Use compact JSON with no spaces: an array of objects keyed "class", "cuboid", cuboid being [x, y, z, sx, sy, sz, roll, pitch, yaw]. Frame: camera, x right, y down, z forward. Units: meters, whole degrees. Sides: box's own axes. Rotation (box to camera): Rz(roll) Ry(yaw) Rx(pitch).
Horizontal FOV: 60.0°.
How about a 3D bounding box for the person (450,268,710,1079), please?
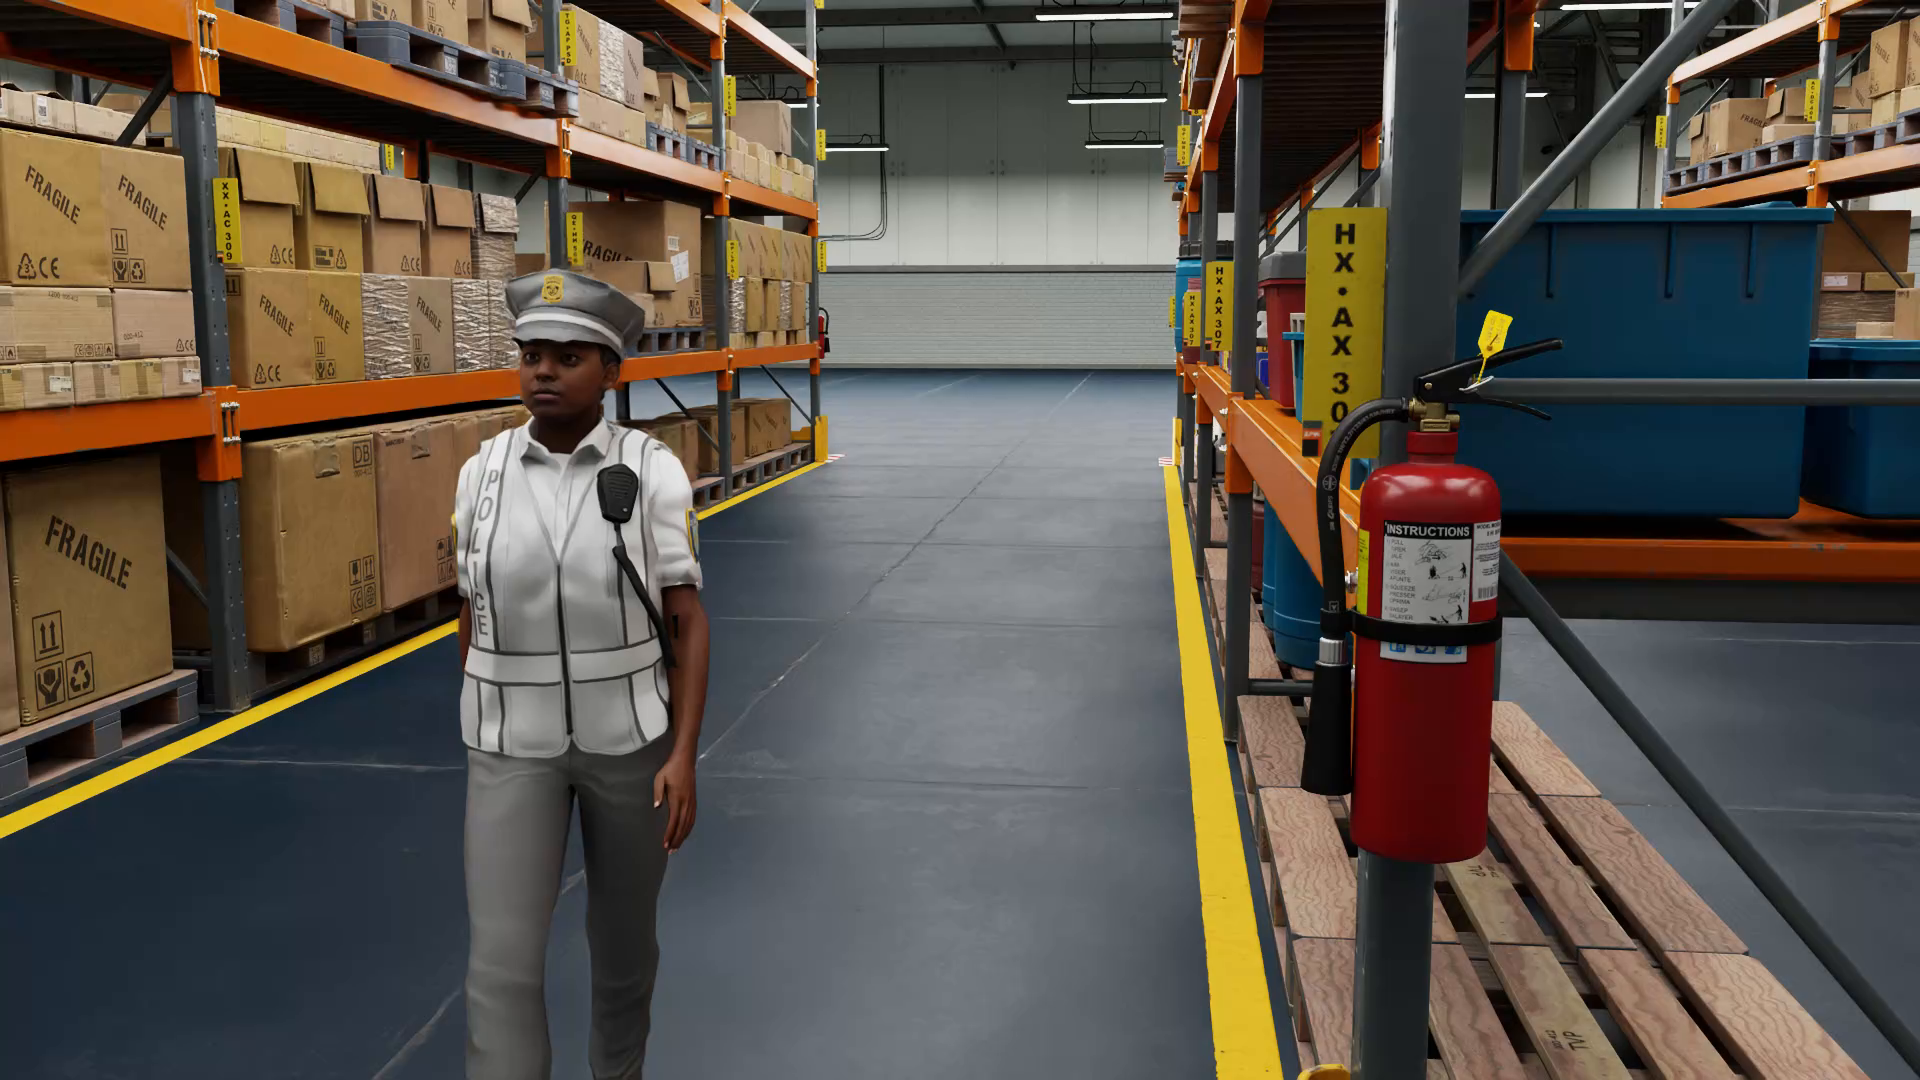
[{"class":"person","cuboid":[-0.651,0.371,2.853,0.449,1.648,0.914,-1,8,-9]}]
